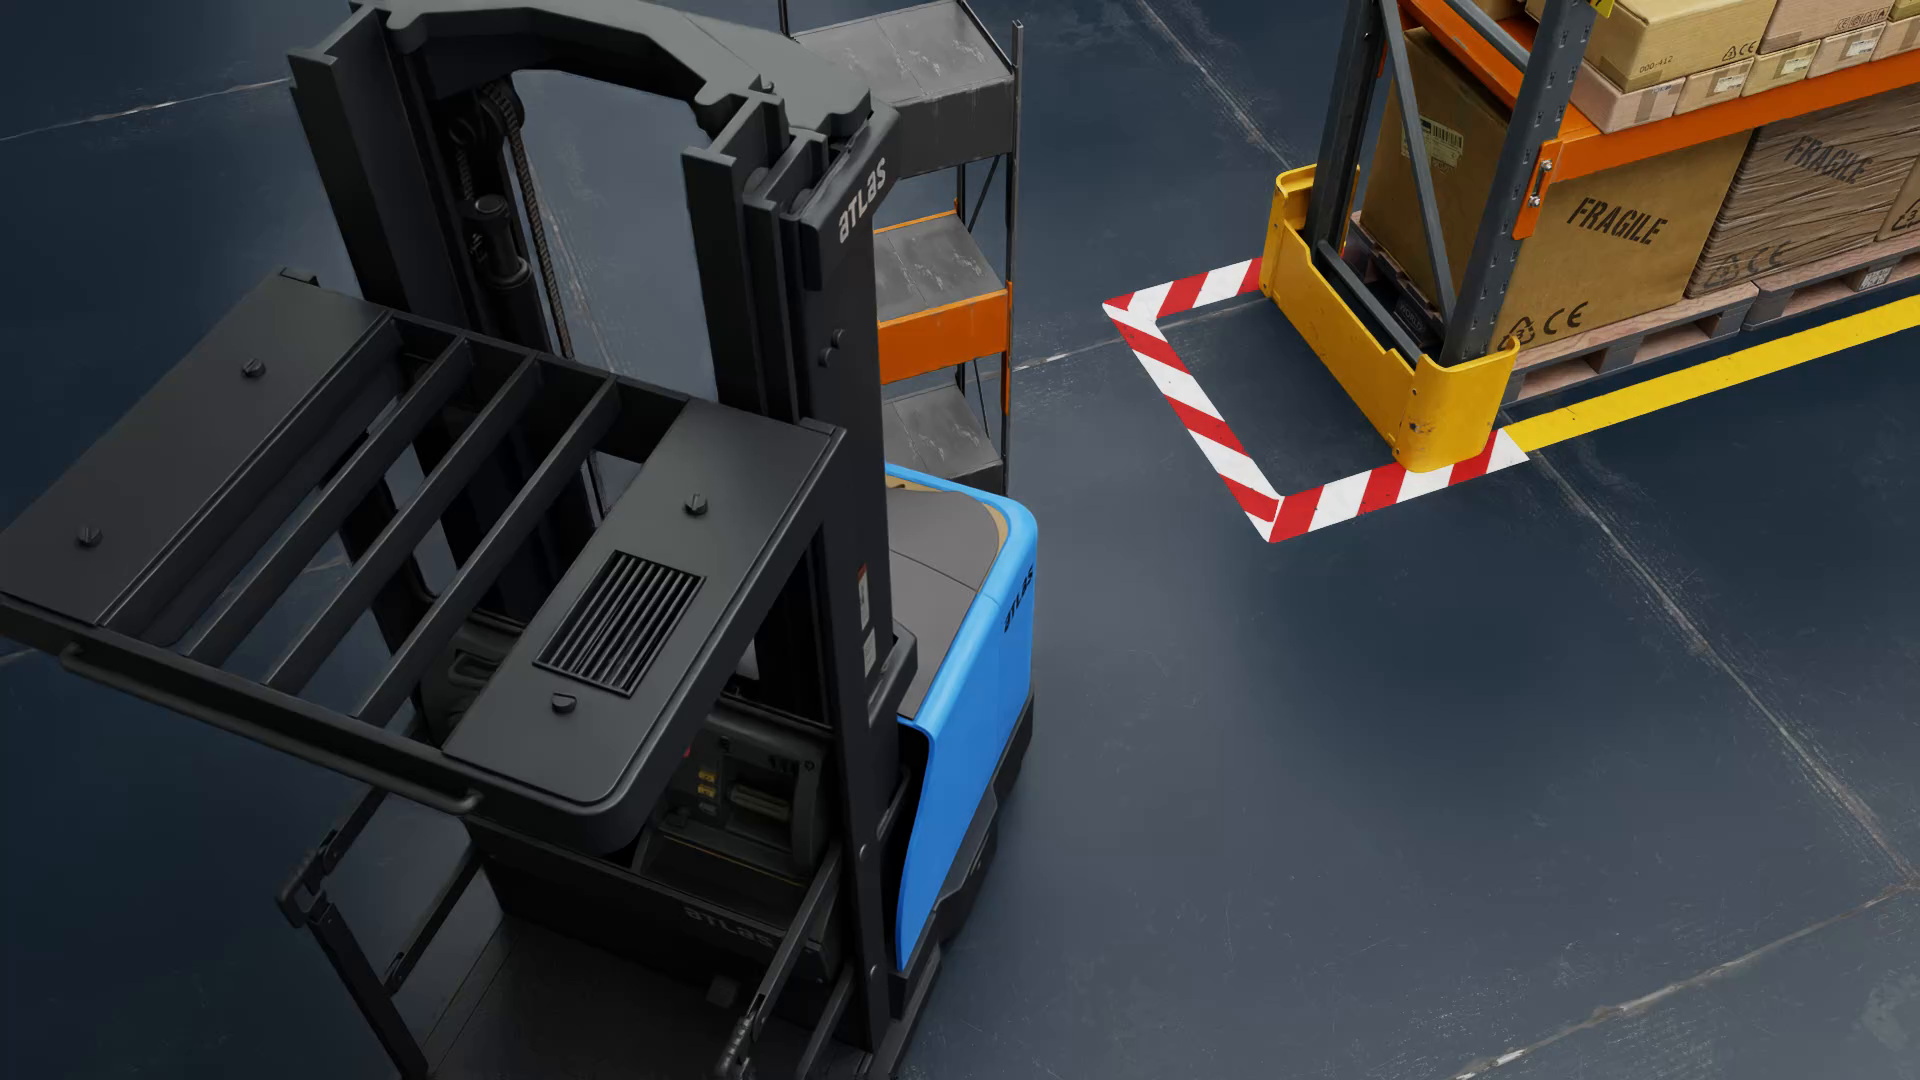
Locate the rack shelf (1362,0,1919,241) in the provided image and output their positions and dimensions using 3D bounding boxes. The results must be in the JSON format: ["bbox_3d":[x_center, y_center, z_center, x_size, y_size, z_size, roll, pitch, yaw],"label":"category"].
[{"bbox_3d":[3.421,-2.007,5.971,4.000,0.370,1.077,-17,52,-14],"label":"rack shelf"}]

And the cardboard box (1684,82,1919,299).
[{"bbox_3d":[2.975,-1.613,6.282,0.875,0.875,0.875,-17,52,-14],"label":"cardboard box"}]

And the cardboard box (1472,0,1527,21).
[{"bbox_3d":[1.775,-1.919,5.587,0.250,0.149,0.380,-16,51,-14],"label":"cardboard box"}]

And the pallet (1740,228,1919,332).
[{"bbox_3d":[3.408,-1.390,6.805,1.213,0.211,1.003,-17,52,-14],"label":"pallet"}]

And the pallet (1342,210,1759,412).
[{"bbox_3d":[2.281,-1.043,6.507,1.213,0.211,1.003,-17,52,-14],"label":"pallet"}]

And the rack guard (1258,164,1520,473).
[{"bbox_3d":[1.548,-0.846,6.147,0.348,0.500,1.175,-17,52,-14],"label":"rack guard"}]

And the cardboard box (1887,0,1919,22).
[{"bbox_3d":[3.062,-1.959,5.358,0.500,0.250,0.500,-19,52,-15],"label":"cardboard box"}]

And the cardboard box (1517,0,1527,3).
[{"bbox_3d":[1.918,-2.041,5.428,0.500,0.250,0.500,-18,52,-15],"label":"cardboard box"}]

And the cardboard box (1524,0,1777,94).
[{"bbox_3d":[2.116,-1.664,5.104,0.500,0.250,0.500,-18,52,-15],"label":"cardboard box"}]

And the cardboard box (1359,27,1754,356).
[{"bbox_3d":[2.132,-1.352,6.058,0.875,0.875,0.875,-17,52,-14],"label":"cardboard box"}]

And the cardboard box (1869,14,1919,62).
[{"bbox_3d":[2.974,-1.752,5.443,0.250,0.149,0.380,-18,52,-15],"label":"cardboard box"}]

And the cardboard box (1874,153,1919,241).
[{"bbox_3d":[3.799,-1.868,6.501,0.875,0.875,0.875,-17,52,-14],"label":"cardboard box"}]

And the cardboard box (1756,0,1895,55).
[{"bbox_3d":[2.595,-1.817,5.236,0.500,0.250,0.500,-18,52,-15],"label":"cardboard box"}]

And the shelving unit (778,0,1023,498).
[{"bbox_3d":[-0.153,-0.637,4.913,0.503,2.100,0.431,-17,52,-14],"label":"shelving unit"}]

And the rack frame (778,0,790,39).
[{"bbox_3d":[-0.379,-0.567,4.853,0.015,2.100,0.400,-17,52,-14],"label":"rack frame"}]

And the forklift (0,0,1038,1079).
[{"bbox_3d":[-0.793,0.559,3.338,1.130,2.935,3.031,17,51,14],"label":"forklift"}]

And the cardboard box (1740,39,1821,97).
[{"bbox_3d":[2.497,-1.604,5.316,0.250,0.149,0.380,-18,52,-15],"label":"cardboard box"}]

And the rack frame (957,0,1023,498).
[{"bbox_3d":[0.073,-0.707,4.973,0.015,2.100,0.400,-17,52,-14],"label":"rack frame"}]

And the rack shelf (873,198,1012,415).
[{"bbox_3d":[-0.153,-0.628,4.923,0.480,0.518,0.431,-17,52,-14],"label":"rack shelf"}]

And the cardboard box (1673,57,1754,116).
[{"bbox_3d":[2.260,-1.530,5.253,0.250,0.149,0.380,-18,52,-15],"label":"cardboard box"}]

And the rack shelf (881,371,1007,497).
[{"bbox_3d":[-0.153,-0.172,5.454,0.480,0.518,0.431,-17,52,-14],"label":"rack shelf"}]

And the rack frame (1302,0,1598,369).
[{"bbox_3d":[1.570,-1.668,5.205,0.127,3.000,1.000,-17,52,-14],"label":"rack frame"}]

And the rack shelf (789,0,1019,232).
[{"bbox_3d":[-0.153,-1.084,4.392,0.480,0.518,0.431,-17,52,-14],"label":"rack shelf"}]

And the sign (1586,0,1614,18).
[{"bbox_3d":[1.774,-1.584,4.510,0.005,0.325,0.100,-17,52,-14],"label":"sign"}]

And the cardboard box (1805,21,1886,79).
[{"bbox_3d":[2.738,-1.680,5.381,0.250,0.149,0.380,-18,52,-15],"label":"cardboard box"}]

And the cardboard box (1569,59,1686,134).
[{"bbox_3d":[2.023,-1.456,5.189,0.250,0.149,0.380,-17,51,-14],"label":"cardboard box"}]
